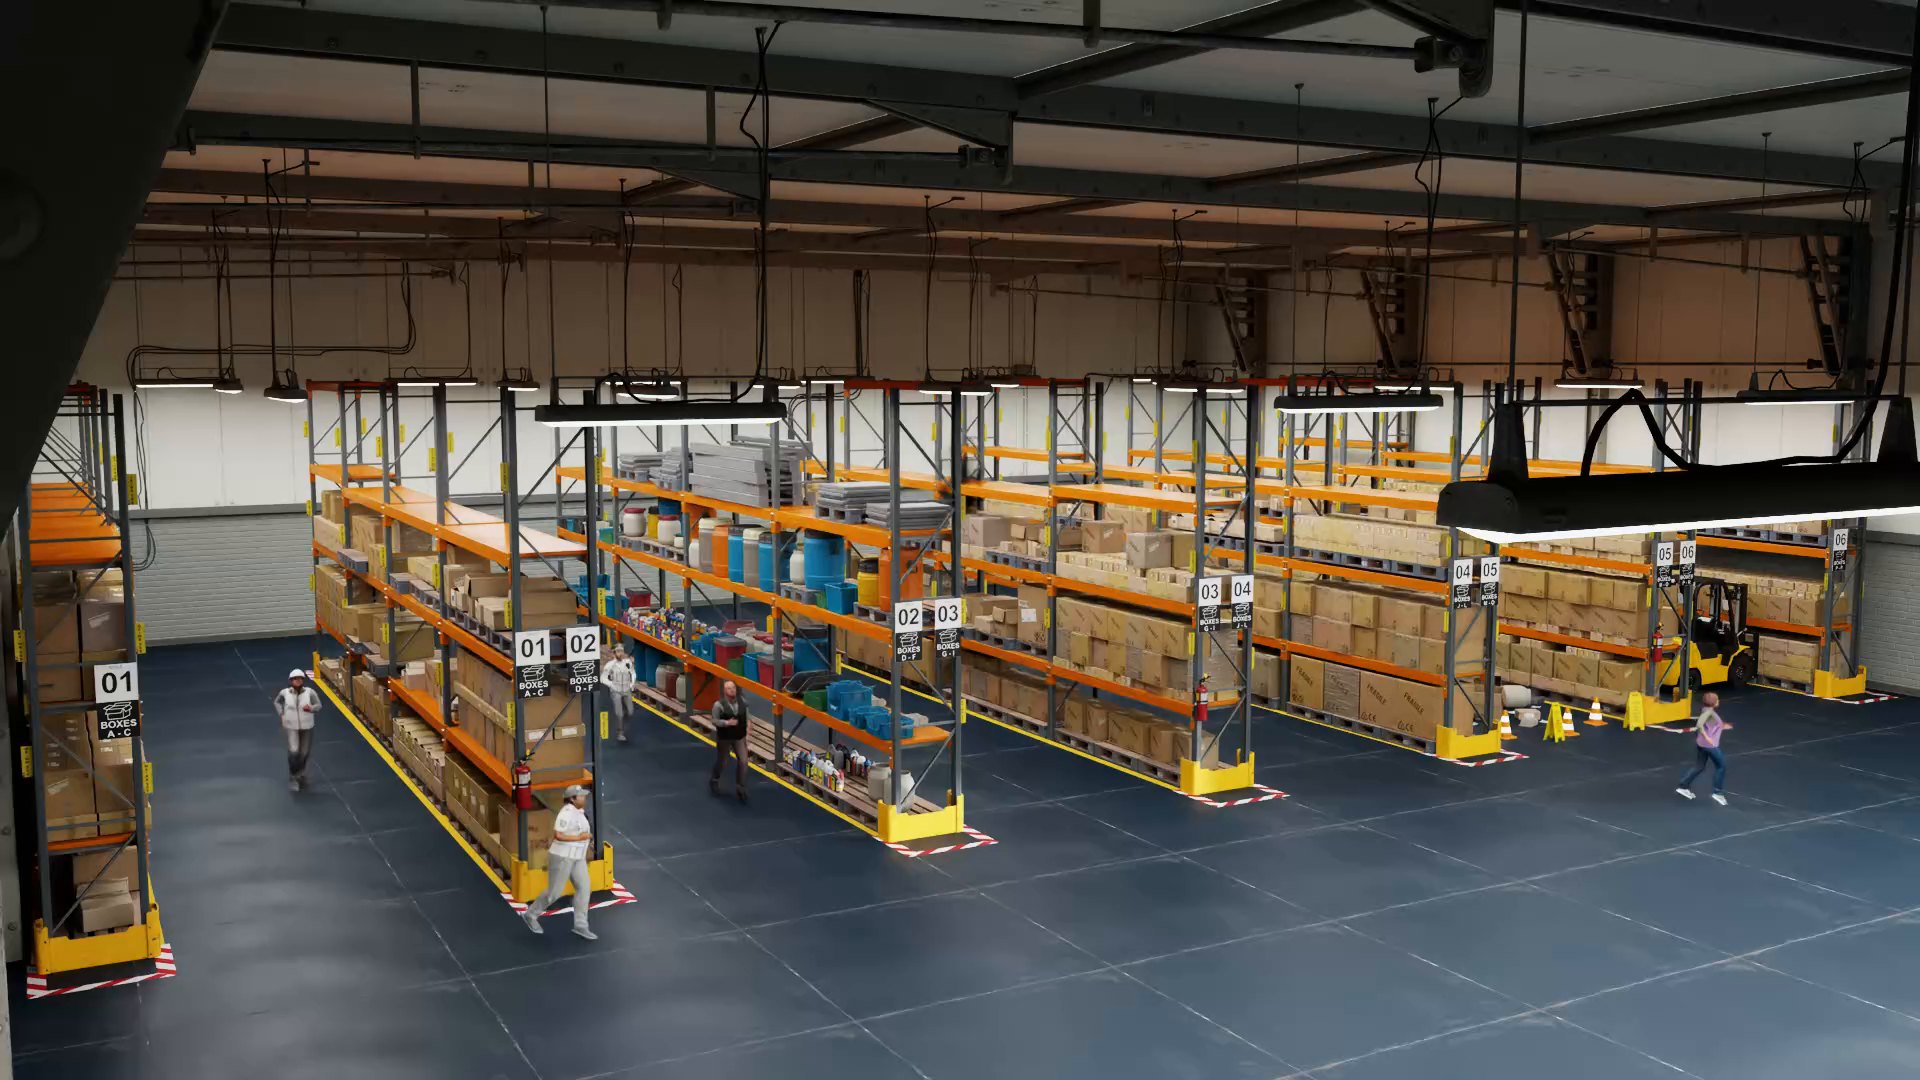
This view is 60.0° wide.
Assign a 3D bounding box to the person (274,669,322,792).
[{"bbox_3d":[-9.900,2.823,24.927,0.635,1.820,0.795,-3,7,-29],"label":"person"}]

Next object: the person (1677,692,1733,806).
[{"bbox_3d":[10.727,2.997,23.912,0.739,1.647,0.523,1,6,7],"label":"person"}]

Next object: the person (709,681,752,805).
[{"bbox_3d":[-3.339,2.911,24.176,0.663,1.765,0.908,-3,7,-27],"label":"person"}]

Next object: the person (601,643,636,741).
[{"bbox_3d":[-5.707,2.541,27.937,0.612,1.648,0.571,-3,7,-29],"label":"person"}]

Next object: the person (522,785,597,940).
[{"bbox_3d":[-4.368,3.556,18.517,0.876,1.662,0.644,2,6,16],"label":"person"}]
